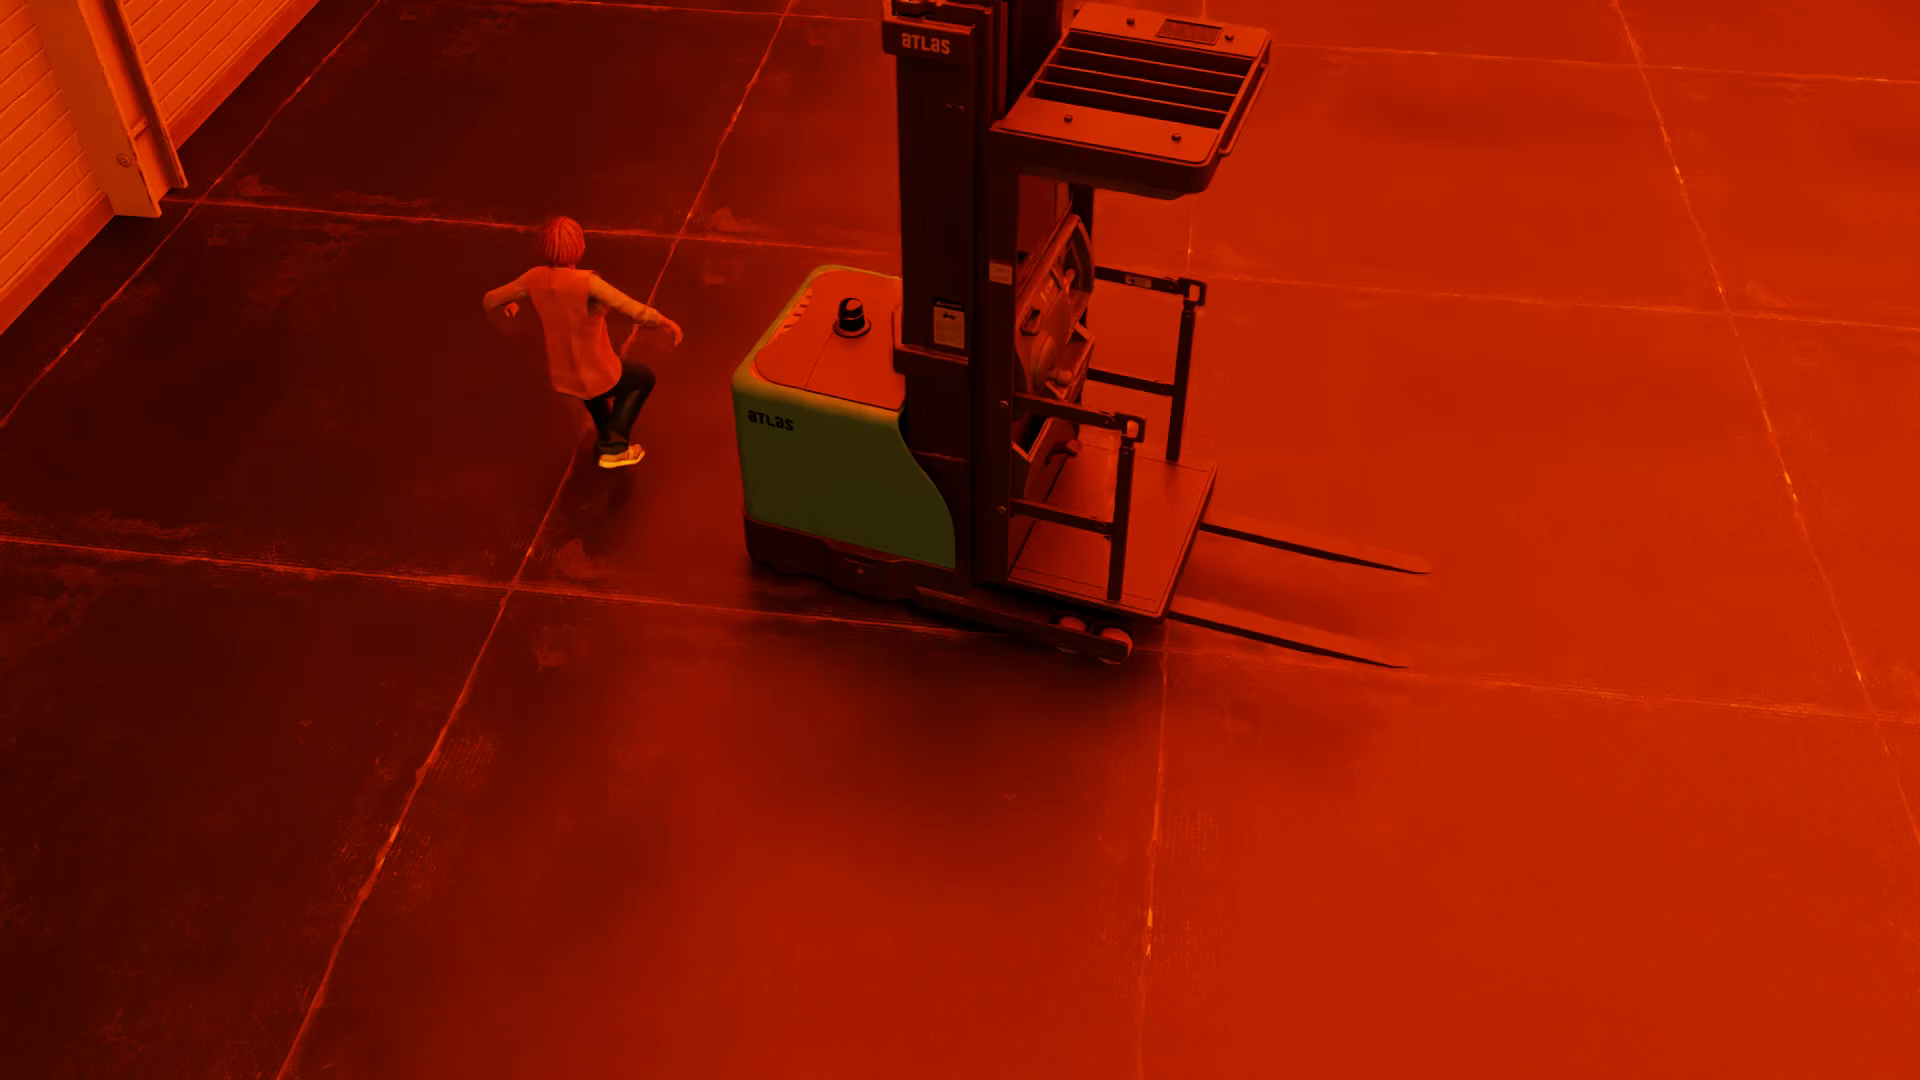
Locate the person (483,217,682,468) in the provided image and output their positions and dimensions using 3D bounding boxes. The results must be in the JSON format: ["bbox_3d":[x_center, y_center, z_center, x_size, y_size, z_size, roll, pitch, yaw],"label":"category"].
[{"bbox_3d":[-1.692,-0.949,7.822,0.891,1.473,0.727,15,45,16],"label":"person"}]

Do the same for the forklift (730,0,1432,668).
[{"bbox_3d":[0.575,-0.941,6.749,3.031,2.935,1.130,14,44,14],"label":"forklift"}]
